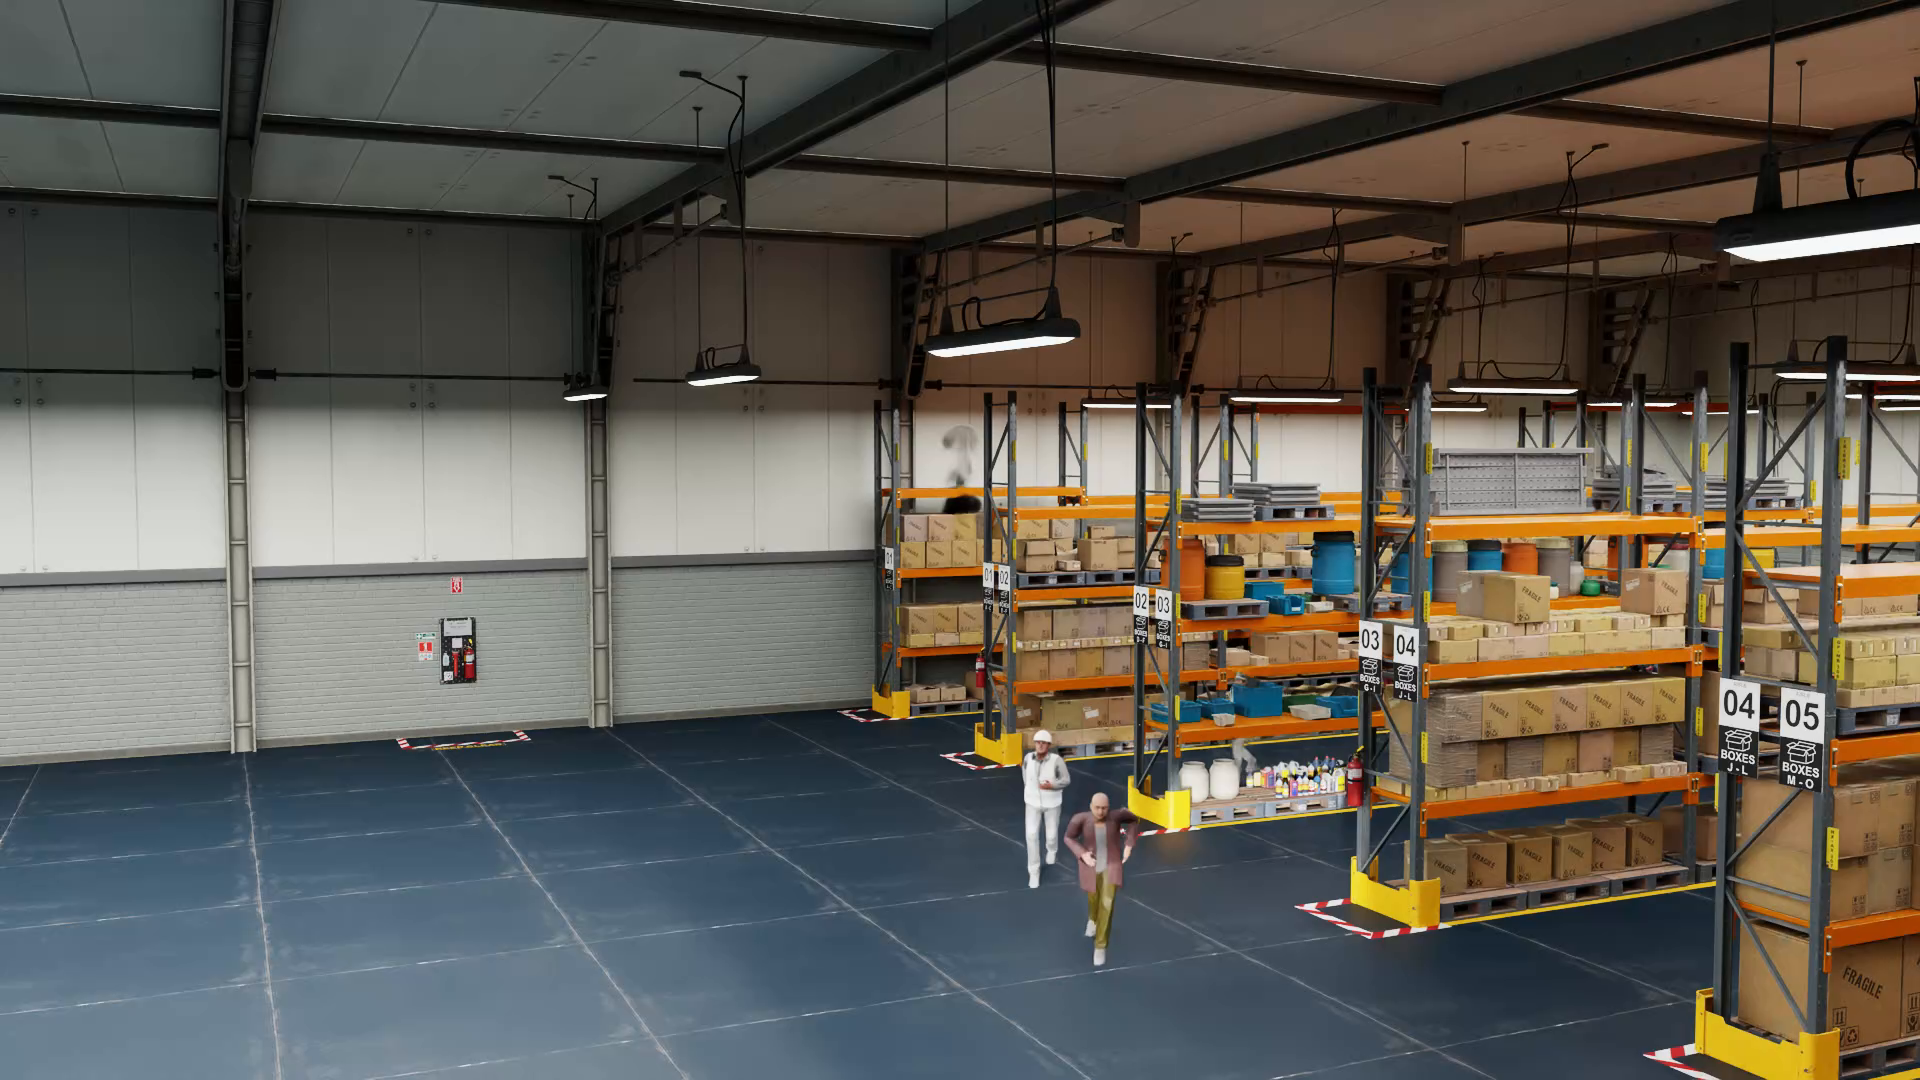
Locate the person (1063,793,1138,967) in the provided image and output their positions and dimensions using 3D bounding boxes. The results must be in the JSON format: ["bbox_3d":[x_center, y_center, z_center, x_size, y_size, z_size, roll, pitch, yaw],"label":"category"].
[{"bbox_3d":[1.423,3.355,16.911,0.755,1.743,1.071,0,3,2],"label":"person"}]

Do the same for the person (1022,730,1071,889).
[{"bbox_3d":[1.021,3.149,19.723,0.610,1.830,1.006,1,3,9],"label":"person"}]

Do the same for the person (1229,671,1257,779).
[{"bbox_3d":[4.349,2.846,25.494,0.760,1.697,0.642,-3,4,-37],"label":"person"}]
